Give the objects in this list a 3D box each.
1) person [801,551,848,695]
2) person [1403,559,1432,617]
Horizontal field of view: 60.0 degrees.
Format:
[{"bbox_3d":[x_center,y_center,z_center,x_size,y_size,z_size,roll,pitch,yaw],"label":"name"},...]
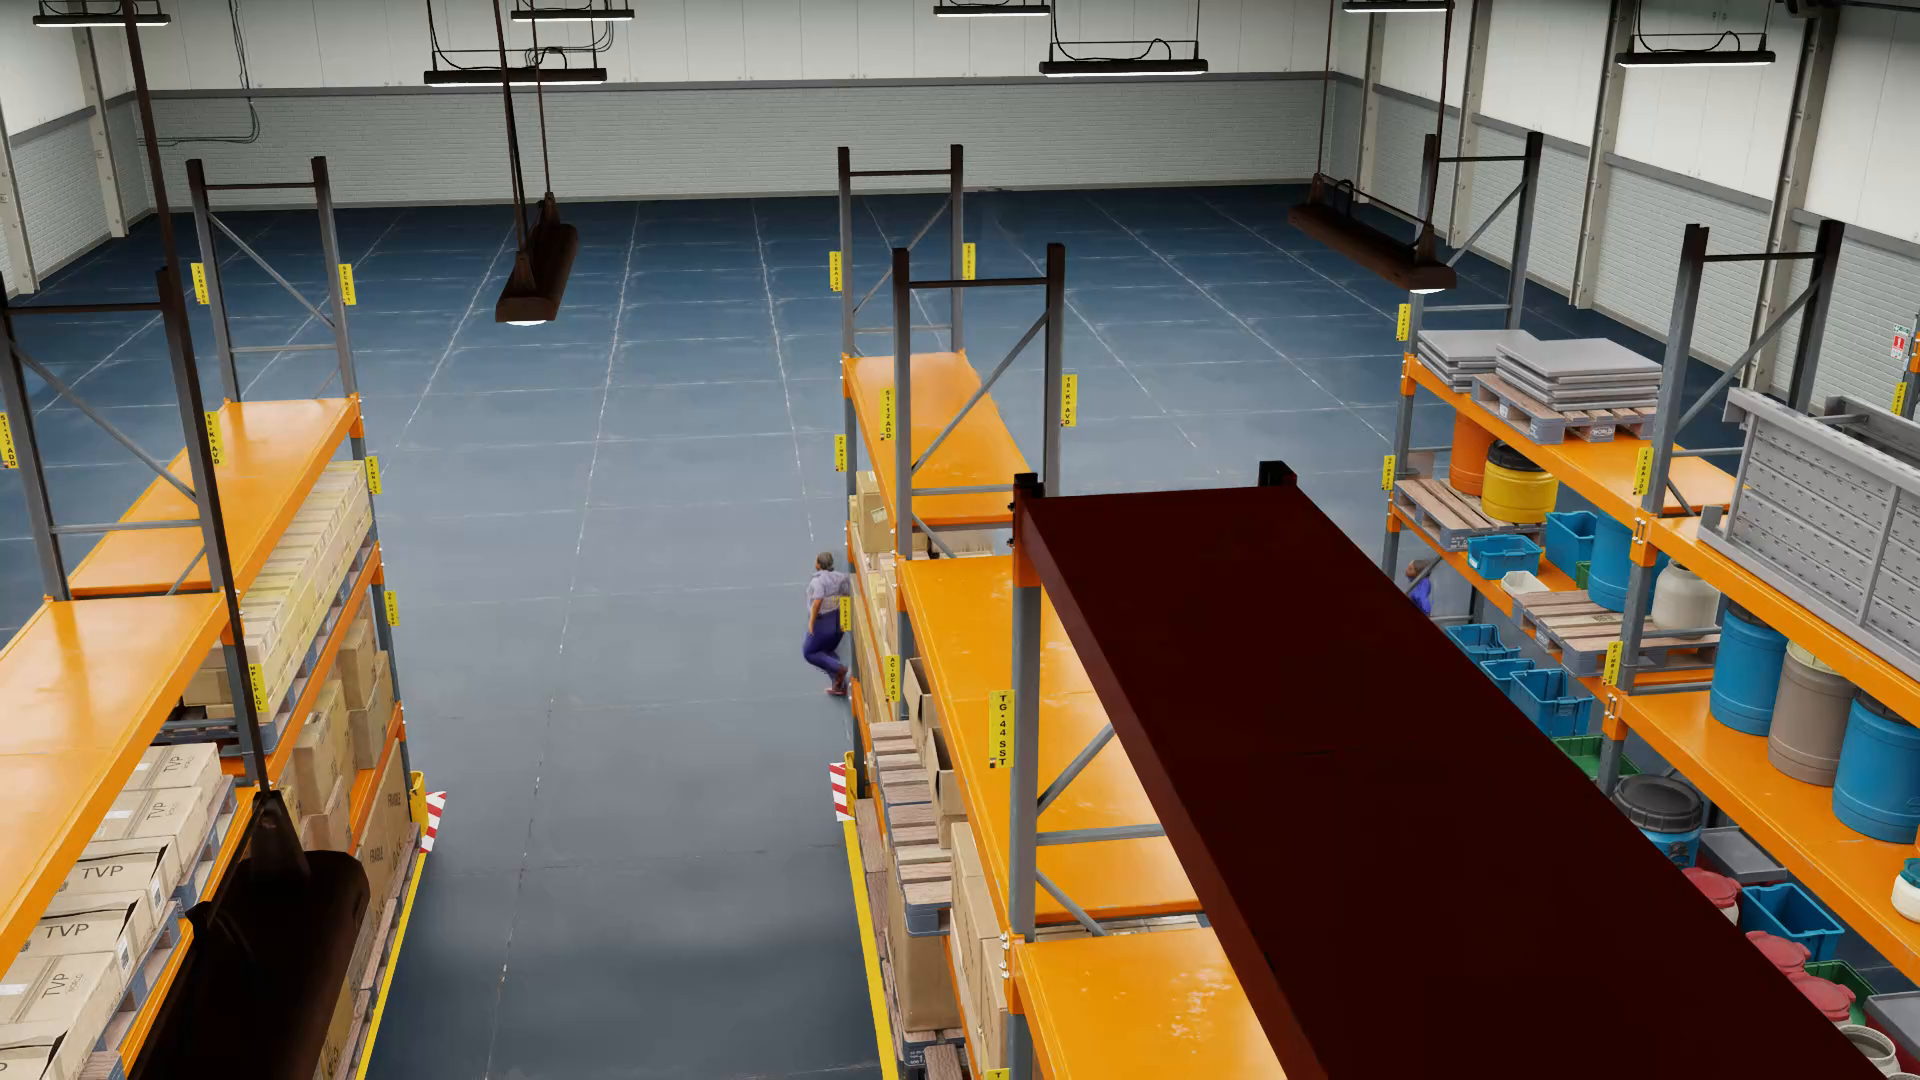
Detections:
[{"bbox_3d":[-1.392,0.883,17.272,0.616,1.612,0.632,16,27,34],"label":"person"},{"bbox_3d":[4.786,0.916,17.208,0.783,1.593,0.628,9,23,21],"label":"person"}]
